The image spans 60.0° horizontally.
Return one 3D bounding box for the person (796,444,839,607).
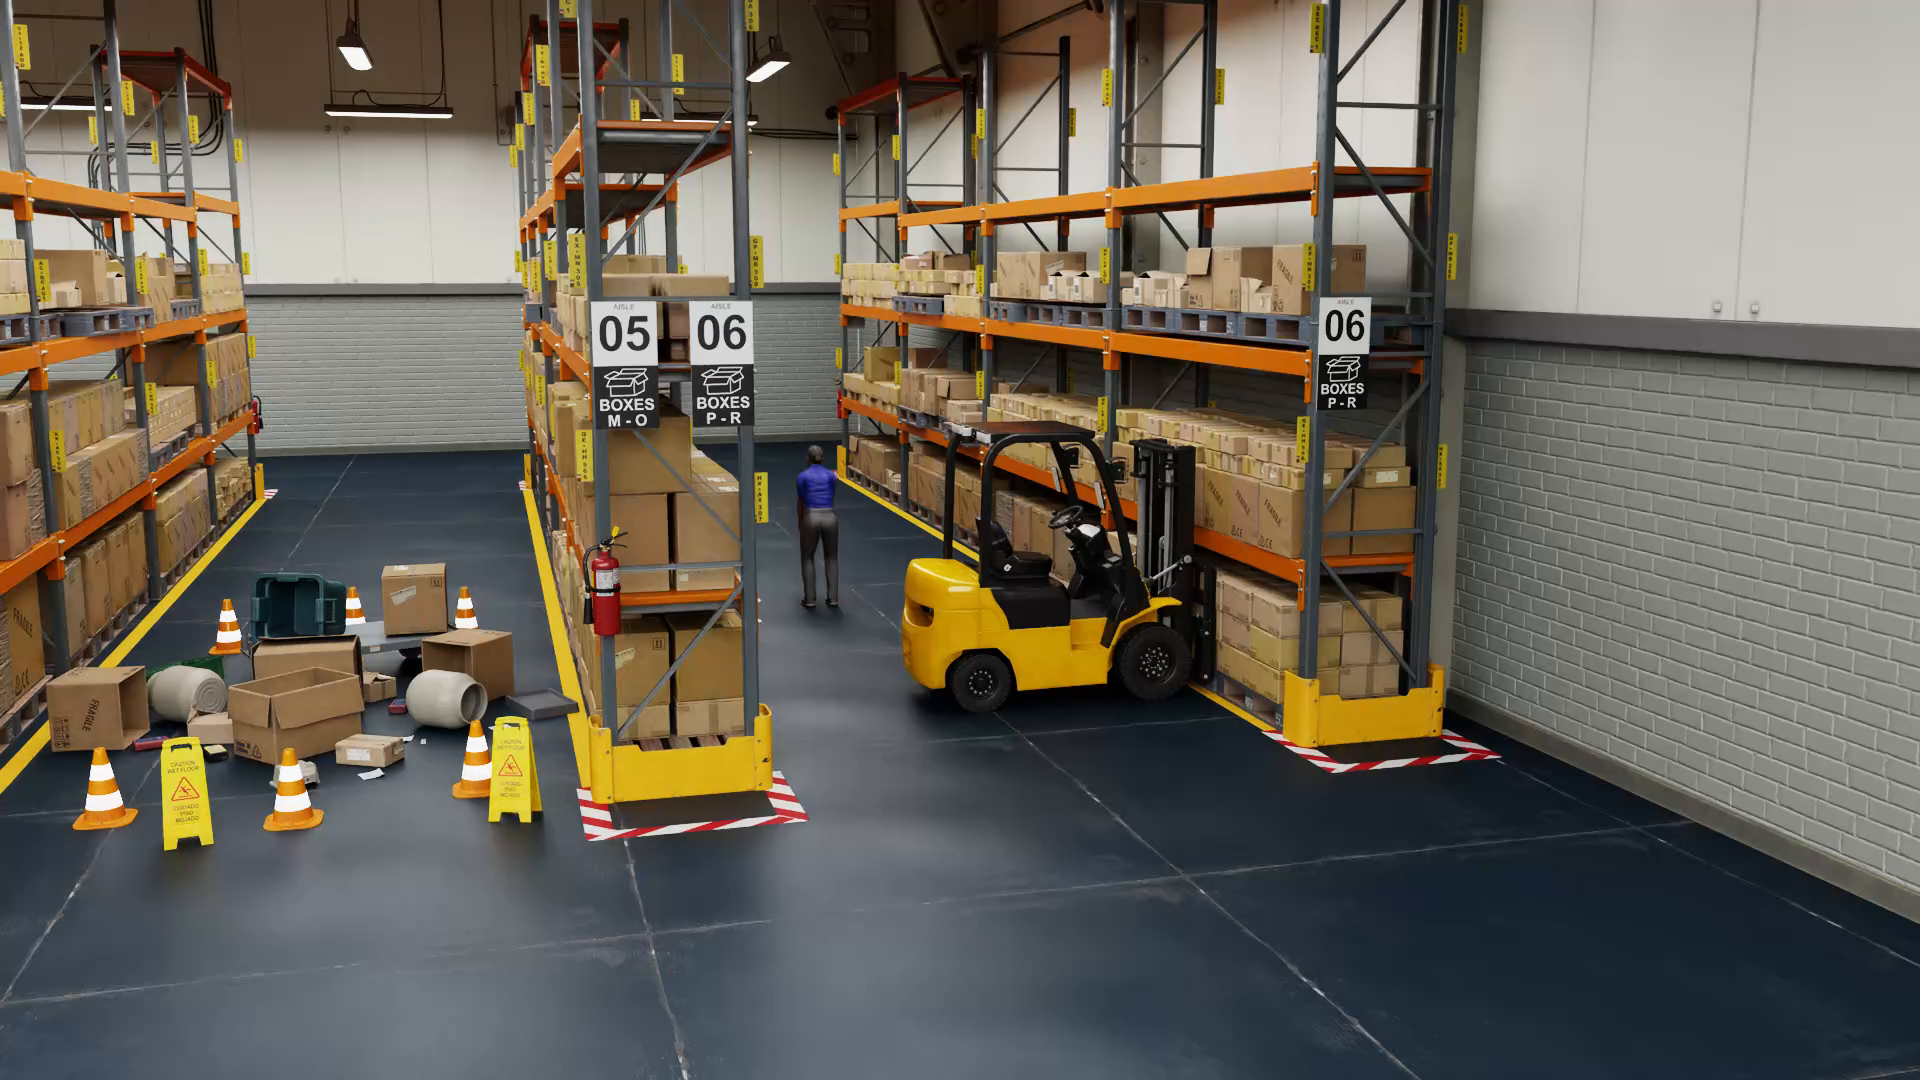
[{"bbox_3d":[-1.460,-0.150,16.905,0.411,1.634,0.528,-3,10,-17],"label":"person"}]
